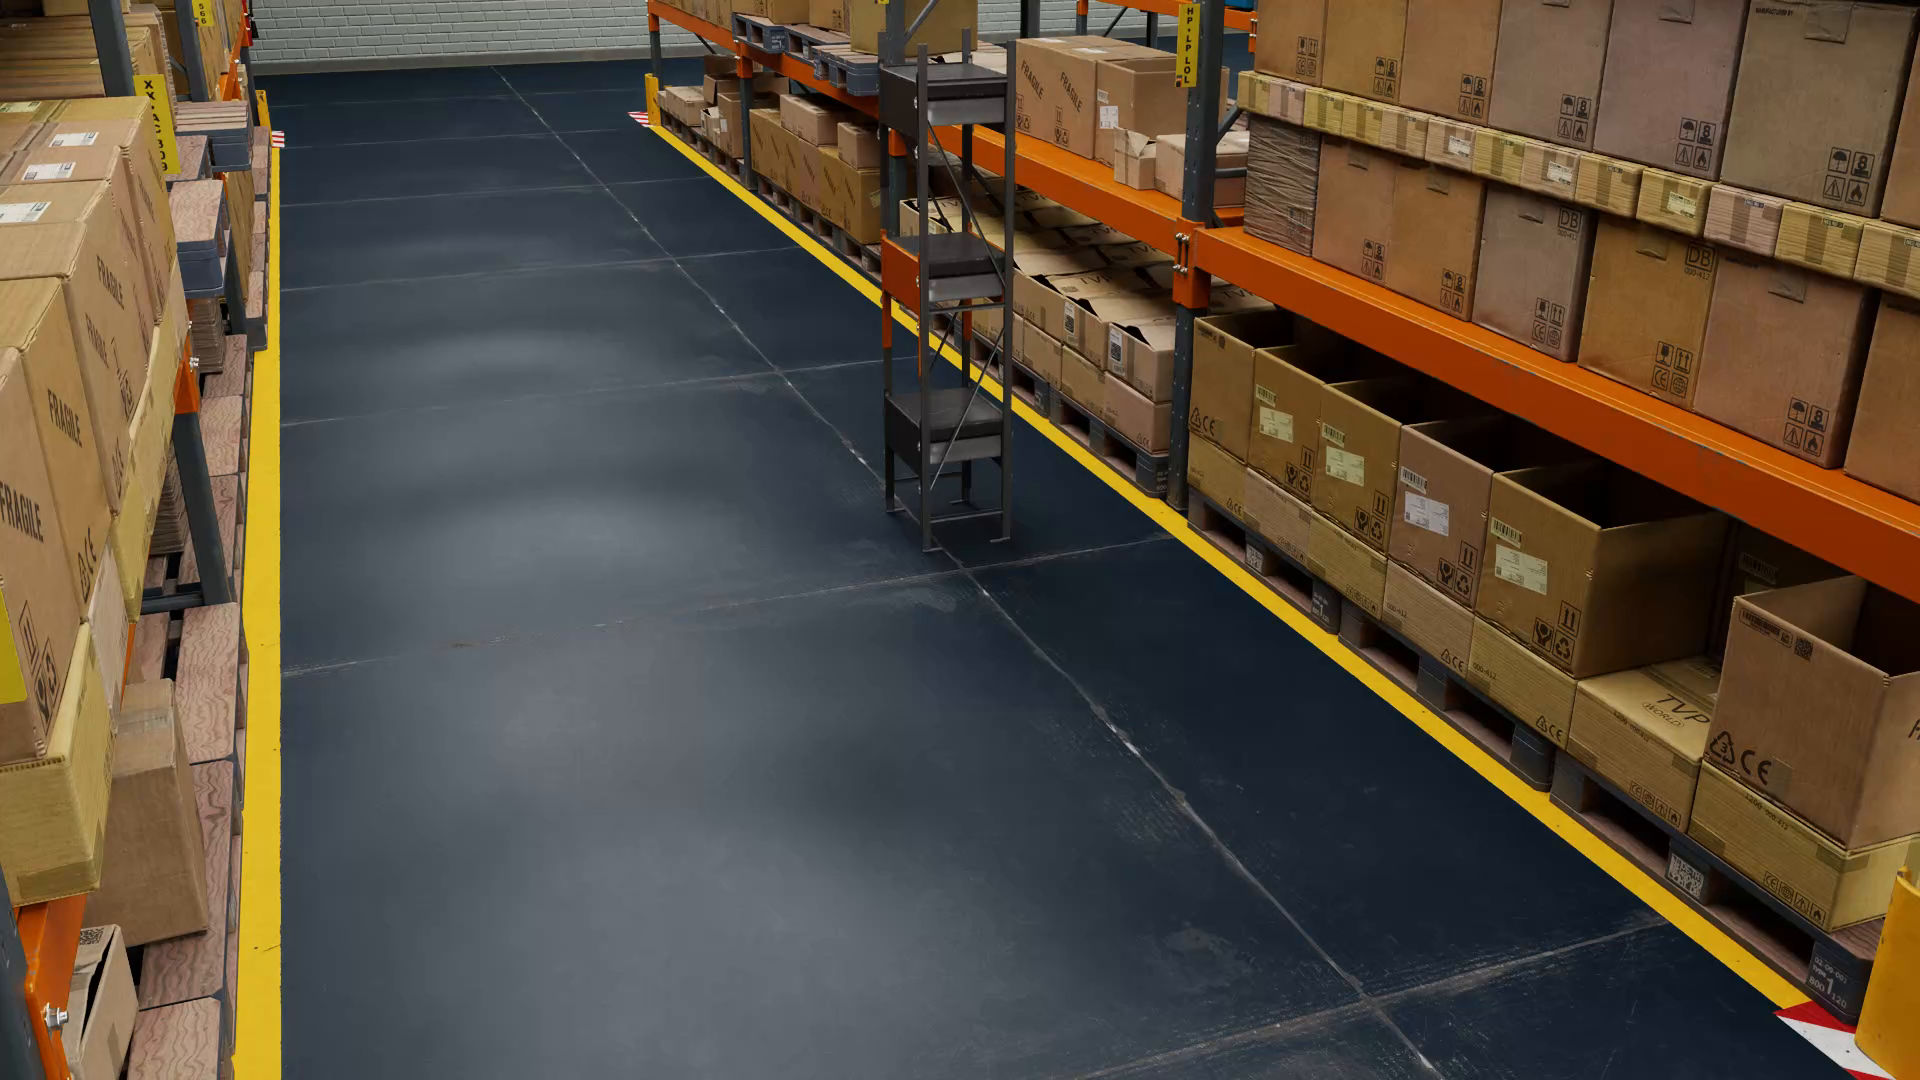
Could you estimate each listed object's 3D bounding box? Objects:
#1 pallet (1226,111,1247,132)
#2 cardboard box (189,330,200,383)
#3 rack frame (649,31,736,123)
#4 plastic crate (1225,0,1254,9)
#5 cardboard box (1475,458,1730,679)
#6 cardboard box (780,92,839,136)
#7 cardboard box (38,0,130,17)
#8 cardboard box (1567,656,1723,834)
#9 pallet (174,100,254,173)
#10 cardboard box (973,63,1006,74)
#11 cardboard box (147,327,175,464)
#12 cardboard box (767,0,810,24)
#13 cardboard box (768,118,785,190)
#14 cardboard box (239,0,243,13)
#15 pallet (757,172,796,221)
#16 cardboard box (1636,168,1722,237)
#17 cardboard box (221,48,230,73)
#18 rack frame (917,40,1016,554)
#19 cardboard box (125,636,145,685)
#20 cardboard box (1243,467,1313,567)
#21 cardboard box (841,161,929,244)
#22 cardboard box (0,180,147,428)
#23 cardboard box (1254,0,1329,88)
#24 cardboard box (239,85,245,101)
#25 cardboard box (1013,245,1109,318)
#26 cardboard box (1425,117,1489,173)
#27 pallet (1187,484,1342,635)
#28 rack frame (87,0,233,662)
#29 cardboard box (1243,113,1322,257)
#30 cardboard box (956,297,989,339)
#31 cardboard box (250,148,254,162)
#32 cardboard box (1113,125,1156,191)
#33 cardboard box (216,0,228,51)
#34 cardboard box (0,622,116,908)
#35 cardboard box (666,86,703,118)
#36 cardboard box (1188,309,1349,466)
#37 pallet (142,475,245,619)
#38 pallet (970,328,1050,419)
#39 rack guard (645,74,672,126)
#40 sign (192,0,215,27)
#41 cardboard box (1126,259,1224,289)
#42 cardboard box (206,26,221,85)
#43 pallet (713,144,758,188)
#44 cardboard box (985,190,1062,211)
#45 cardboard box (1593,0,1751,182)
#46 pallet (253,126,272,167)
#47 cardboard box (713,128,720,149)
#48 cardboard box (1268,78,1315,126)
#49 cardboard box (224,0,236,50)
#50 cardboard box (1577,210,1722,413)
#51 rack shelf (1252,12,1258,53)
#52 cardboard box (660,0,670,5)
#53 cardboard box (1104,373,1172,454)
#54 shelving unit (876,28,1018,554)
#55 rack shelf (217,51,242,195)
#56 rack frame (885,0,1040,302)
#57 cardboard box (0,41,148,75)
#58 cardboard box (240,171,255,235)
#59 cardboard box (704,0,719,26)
[{"bbox_3d":[2.949,-4.156,16.839,1.003,0.211,1.213,-8,24,-19],"label":"pallet"},{"bbox_3d":[-4.234,-0.960,8.317,0.700,0.500,0.500,-8,24,-19],"label":"cardboard box"},{"bbox_3d":[-2.804,-5.954,17.515,1.000,3.000,0.127,-8,24,-19],"label":"rack frame"},{"bbox_3d":[2.761,-5.322,15.959,0.392,0.384,0.575,-8,24,-19],"label":"plastic crate"},{"bbox_3d":[2.014,0.072,5.251,0.500,0.500,0.500,-8,24,-19],"label":"cardboard box"},{"bbox_3d":[-1.094,-3.325,12.962,0.500,0.250,0.500,-8,24,-19],"label":"cardboard box"},{"bbox_3d":[-4.333,-2.678,8.211,0.380,0.149,0.250,-13,26,-28],"label":"cardboard box"},{"bbox_3d":[2.195,0.599,4.967,0.500,0.250,0.500,-8,24,-19],"label":"cardboard box"},{"bbox_3d":[-4.259,-2.034,8.460,1.213,0.211,1.003,-8,24,-19],"label":"pallet"},{"bbox_3d":[0.157,-2.655,9.801,0.500,0.311,0.500,-9,24,-20],"label":"cardboard box"},{"bbox_3d":[-2.386,-0.360,4.409,0.500,0.250,0.500,-8,24,-19],"label":"cardboard box"},{"bbox_3d":[-1.130,-4.296,12.912,0.700,0.500,0.500,-5,23,-11],"label":"cardboard box"},{"bbox_3d":[-1.249,-3.150,13.514,0.500,0.500,0.500,-8,24,-18],"label":"cardboard box"},{"bbox_3d":[-7.247,-5.227,15.404,0.980,0.700,0.700,-7,24,-17],"label":"cardboard box"},{"bbox_3d":[-1.068,-2.925,13.919,1.003,0.211,1.213,-8,24,-19],"label":"pallet"},{"bbox_3d":[2.171,-0.973,4.733,0.380,0.149,0.250,-8,24,-17],"label":"cardboard box"},{"bbox_3d":[-5.330,-3.353,11.640,0.380,0.149,0.250,-8,24,-19],"label":"cardboard box"},{"bbox_3d":[0.028,-0.939,6.775,0.400,2.100,0.015,-8,24,-19],"label":"rack frame"},{"bbox_3d":[-2.793,0.408,5.072,0.500,0.500,0.500,-10,25,-23],"label":"cardboard box"},{"bbox_3d":[1.488,-0.128,6.691,0.500,0.250,0.500,-8,24,-19],"label":"cardboard box"},{"bbox_3d":[-0.527,-2.406,11.748,0.500,0.500,0.500,-7,24,-17],"label":"cardboard box"},{"bbox_3d":[-2.207,-0.515,3.813,0.500,0.500,0.500,-8,24,-17],"label":"cardboard box"},{"bbox_3d":[1.598,-2.078,6.518,0.700,0.500,0.500,-8,24,-19],"label":"cardboard box"},{"bbox_3d":[-6.327,-3.785,14.211,0.380,0.149,0.250,-9,24,-20],"label":"cardboard box"},{"bbox_3d":[0.486,-1.440,9.081,0.500,0.311,0.500,-9,24,-20],"label":"cardboard box"},{"bbox_3d":[1.808,-1.347,5.620,0.380,0.149,0.250,-9,25,-21],"label":"cardboard box"},{"bbox_3d":[1.677,-0.014,7.012,1.003,0.211,1.213,-8,24,-19],"label":"pallet"},{"bbox_3d":[-3.197,-0.913,5.554,1.000,3.000,0.127,-8,24,-19],"label":"rack frame"},{"bbox_3d":[1.598,-1.480,6.770,0.700,0.500,0.500,-9,24,-20],"label":"cardboard box"},{"bbox_3d":[0.301,-1.373,9.644,0.500,0.250,0.500,-9,24,-20],"label":"cardboard box"},{"bbox_3d":[-6.545,-3.517,14.410,0.700,0.500,0.500,-8,24,-18],"label":"cardboard box"},{"bbox_3d":[0.953,-1.826,7.894,0.396,0.266,0.258,-9,24,-20],"label":"cardboard box"},{"bbox_3d":[-5.435,-3.695,11.617,0.500,0.500,0.500,-8,24,-19],"label":"cardboard box"},{"bbox_3d":[-1.660,0.379,2.655,0.500,0.250,0.500,-9,25,-21],"label":"cardboard box"},{"bbox_3d":[-2.700,-4.472,16.971,0.500,0.250,0.500,-8,24,-19],"label":"cardboard box"},{"bbox_3d":[1.307,-0.655,6.975,0.500,0.500,0.500,-8,24,-19],"label":"cardboard box"},{"bbox_3d":[-3.474,0.089,6.766,1.003,0.211,1.213,-8,24,-19],"label":"pallet"},{"bbox_3d":[0.704,-1.015,9.387,1.003,0.211,1.213,-8,24,-19],"label":"pallet"},{"bbox_3d":[-2.777,-4.775,17.935,1.175,0.500,0.348,-8,24,-19],"label":"rack guard"},{"bbox_3d":[-4.106,-2.941,8.978,0.100,0.325,0.005,-8,24,-19],"label":"sign"},{"bbox_3d":[1.167,-1.334,8.830,0.500,0.311,0.500,-9,25,-21],"label":"cardboard box"},{"bbox_3d":[-4.719,-2.962,9.878,0.500,0.500,0.500,-8,24,-17],"label":"cardboard box"},{"bbox_3d":[-1.632,-3.465,15.200,1.003,0.211,1.213,-8,24,-19],"label":"pallet"},{"bbox_3d":[0.438,-2.076,10.590,0.500,0.311,0.500,-8,24,-18],"label":"cardboard box"},{"bbox_3d":[2.307,-1.349,4.788,0.700,0.500,0.500,-8,24,-19],"label":"cardboard box"},{"bbox_3d":[-7.081,-3.708,15.777,1.003,0.211,1.213,-8,24,-19],"label":"pallet"},{"bbox_3d":[-2.046,-3.686,15.237,0.380,0.149,0.250,-8,24,-19],"label":"cardboard box"},{"bbox_3d":[1.438,-1.724,6.513,0.380,0.149,0.250,-8,24,-18],"label":"cardboard box"},{"bbox_3d":[-6.200,-4.157,12.865,0.980,0.700,0.700,-8,24,-18],"label":"cardboard box"},{"bbox_3d":[2.336,-0.729,4.990,0.700,0.500,0.500,-8,24,-19],"label":"cardboard box"},{"bbox_3d":[3.951,-4.121,14.091,1.077,0.370,4.000,-8,24,-19],"label":"rack shelf"},{"bbox_3d":[-2.706,-5.616,16.584,0.500,0.500,0.500,-9,24,-20],"label":"cardboard box"},{"bbox_3d":[1.018,-0.631,7.885,0.500,0.250,0.500,-9,24,-20],"label":"cardboard box"},{"bbox_3d":[-0.058,-1.028,6.985,0.431,2.100,0.503,-8,24,-19],"label":"shelving unit"},{"bbox_3d":[-5.317,-2.762,10.866,1.077,0.370,4.000,-8,24,-19],"label":"rack shelf"},{"bbox_3d":[0.023,-3.047,10.618,1.000,3.000,0.127,-8,24,-19],"label":"rack frame"},{"bbox_3d":[-3.798,-1.790,6.941,0.700,0.500,0.500,-5,23,-12],"label":"cardboard box"},{"bbox_3d":[-5.355,-2.482,11.503,0.750,0.750,0.750,-8,24,-17],"label":"cardboard box"},{"bbox_3d":[-1.991,-4.880,14.838,0.500,0.500,0.500,-8,24,-17],"label":"cardboard box"}]
